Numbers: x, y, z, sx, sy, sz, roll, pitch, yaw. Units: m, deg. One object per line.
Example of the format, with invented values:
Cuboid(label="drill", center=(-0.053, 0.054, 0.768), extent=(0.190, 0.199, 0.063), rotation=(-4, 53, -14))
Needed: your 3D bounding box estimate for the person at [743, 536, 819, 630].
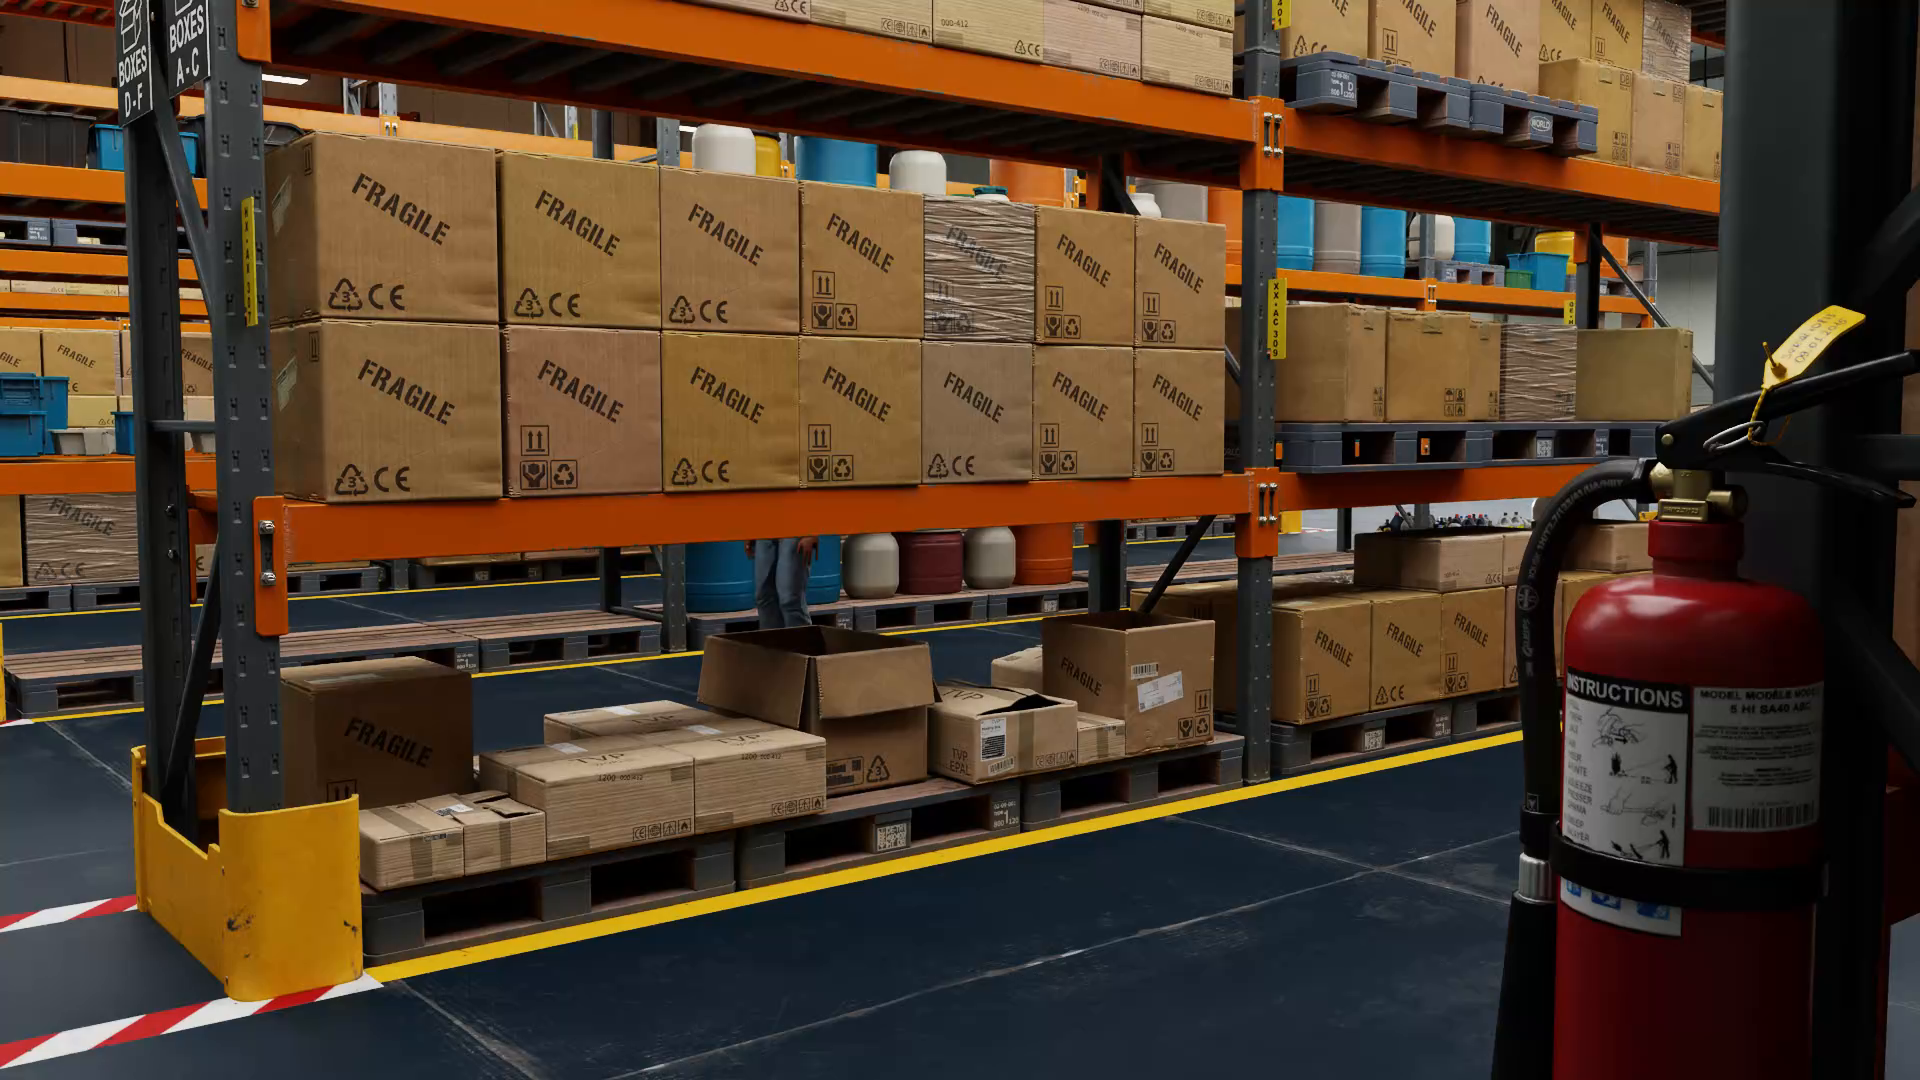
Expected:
Cuboid(label="person", center=(-10.855, -4.148, 15.821), extent=(6.029, 9.002, 23.700), rotation=(-4, 6, -42))
